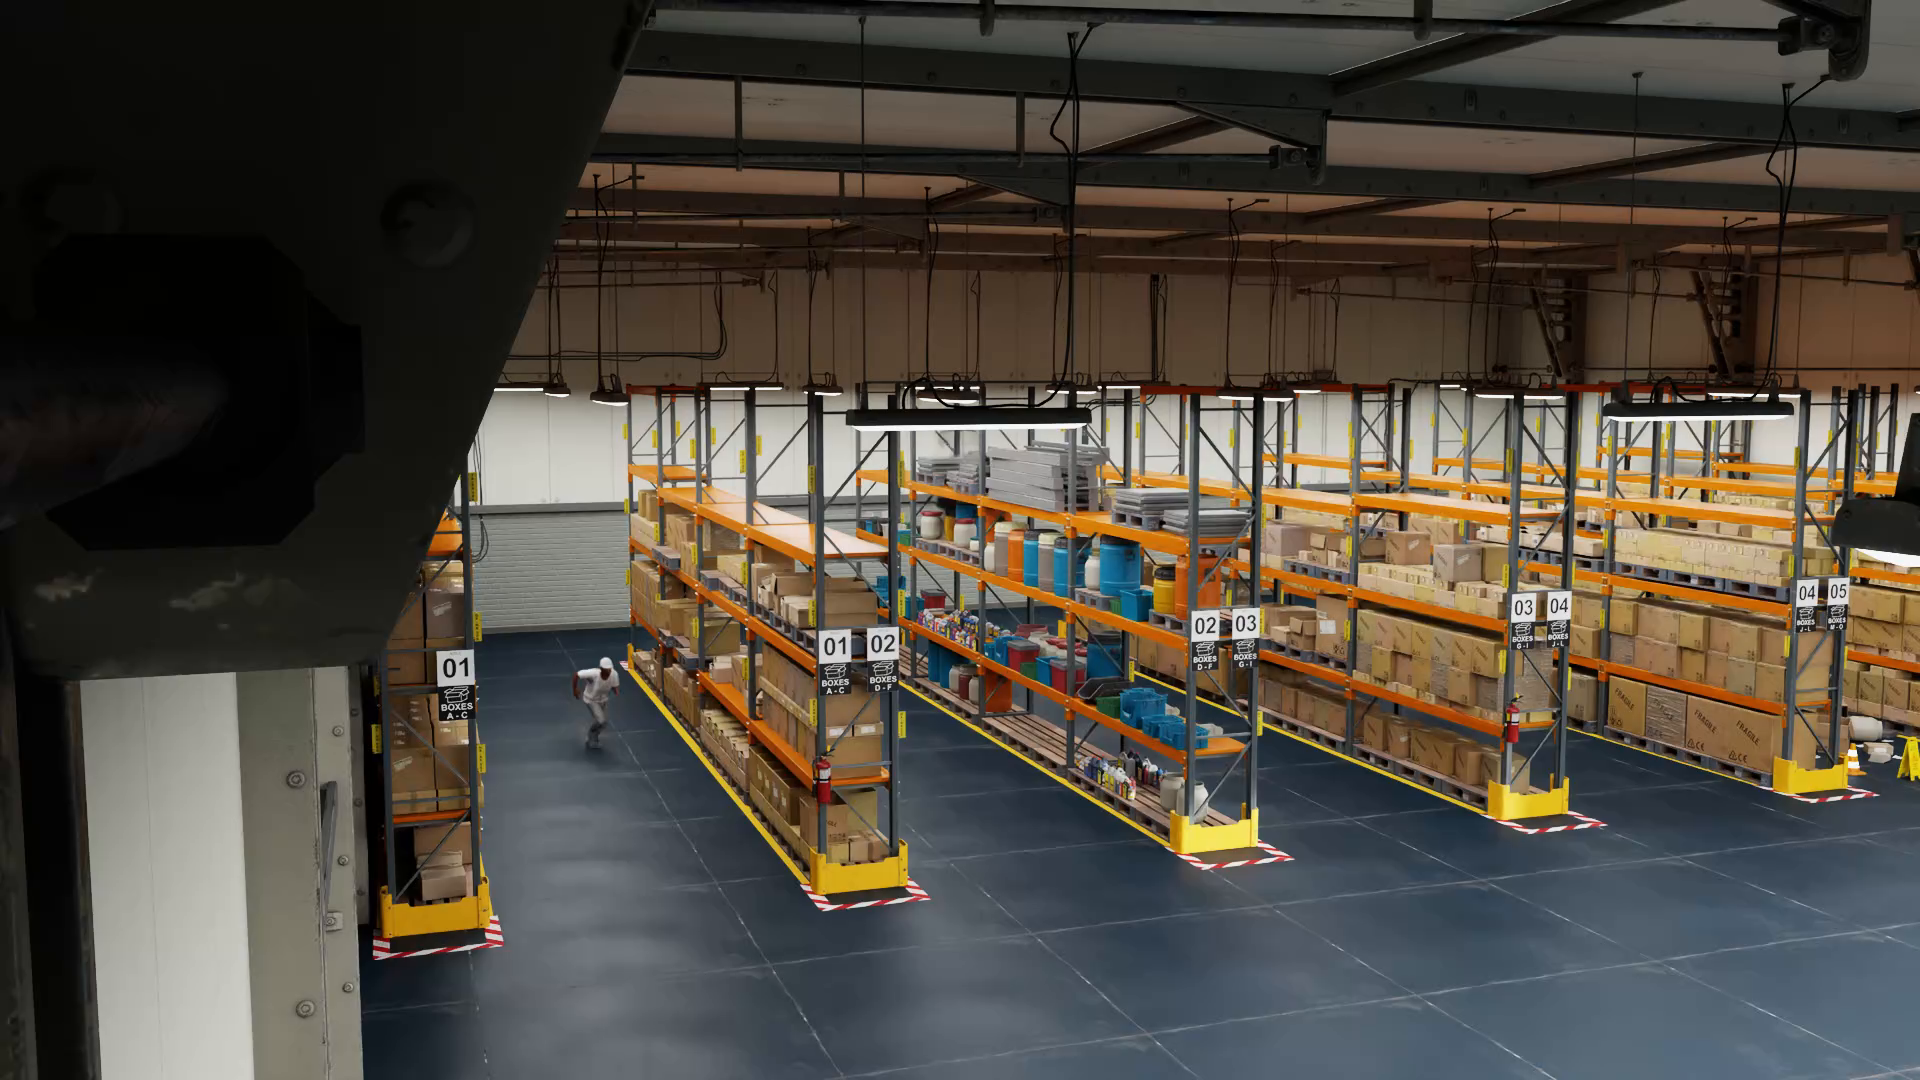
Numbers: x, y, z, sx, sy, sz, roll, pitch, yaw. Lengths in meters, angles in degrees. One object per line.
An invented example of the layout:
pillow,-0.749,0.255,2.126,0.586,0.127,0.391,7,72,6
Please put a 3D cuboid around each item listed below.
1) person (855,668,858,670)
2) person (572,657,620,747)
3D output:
person,-2.090,2.339,30.991,0.599,1.608,0.539,-2,6,-20
person,-6.013,2.697,27.508,0.739,1.578,0.897,-5,8,-42
